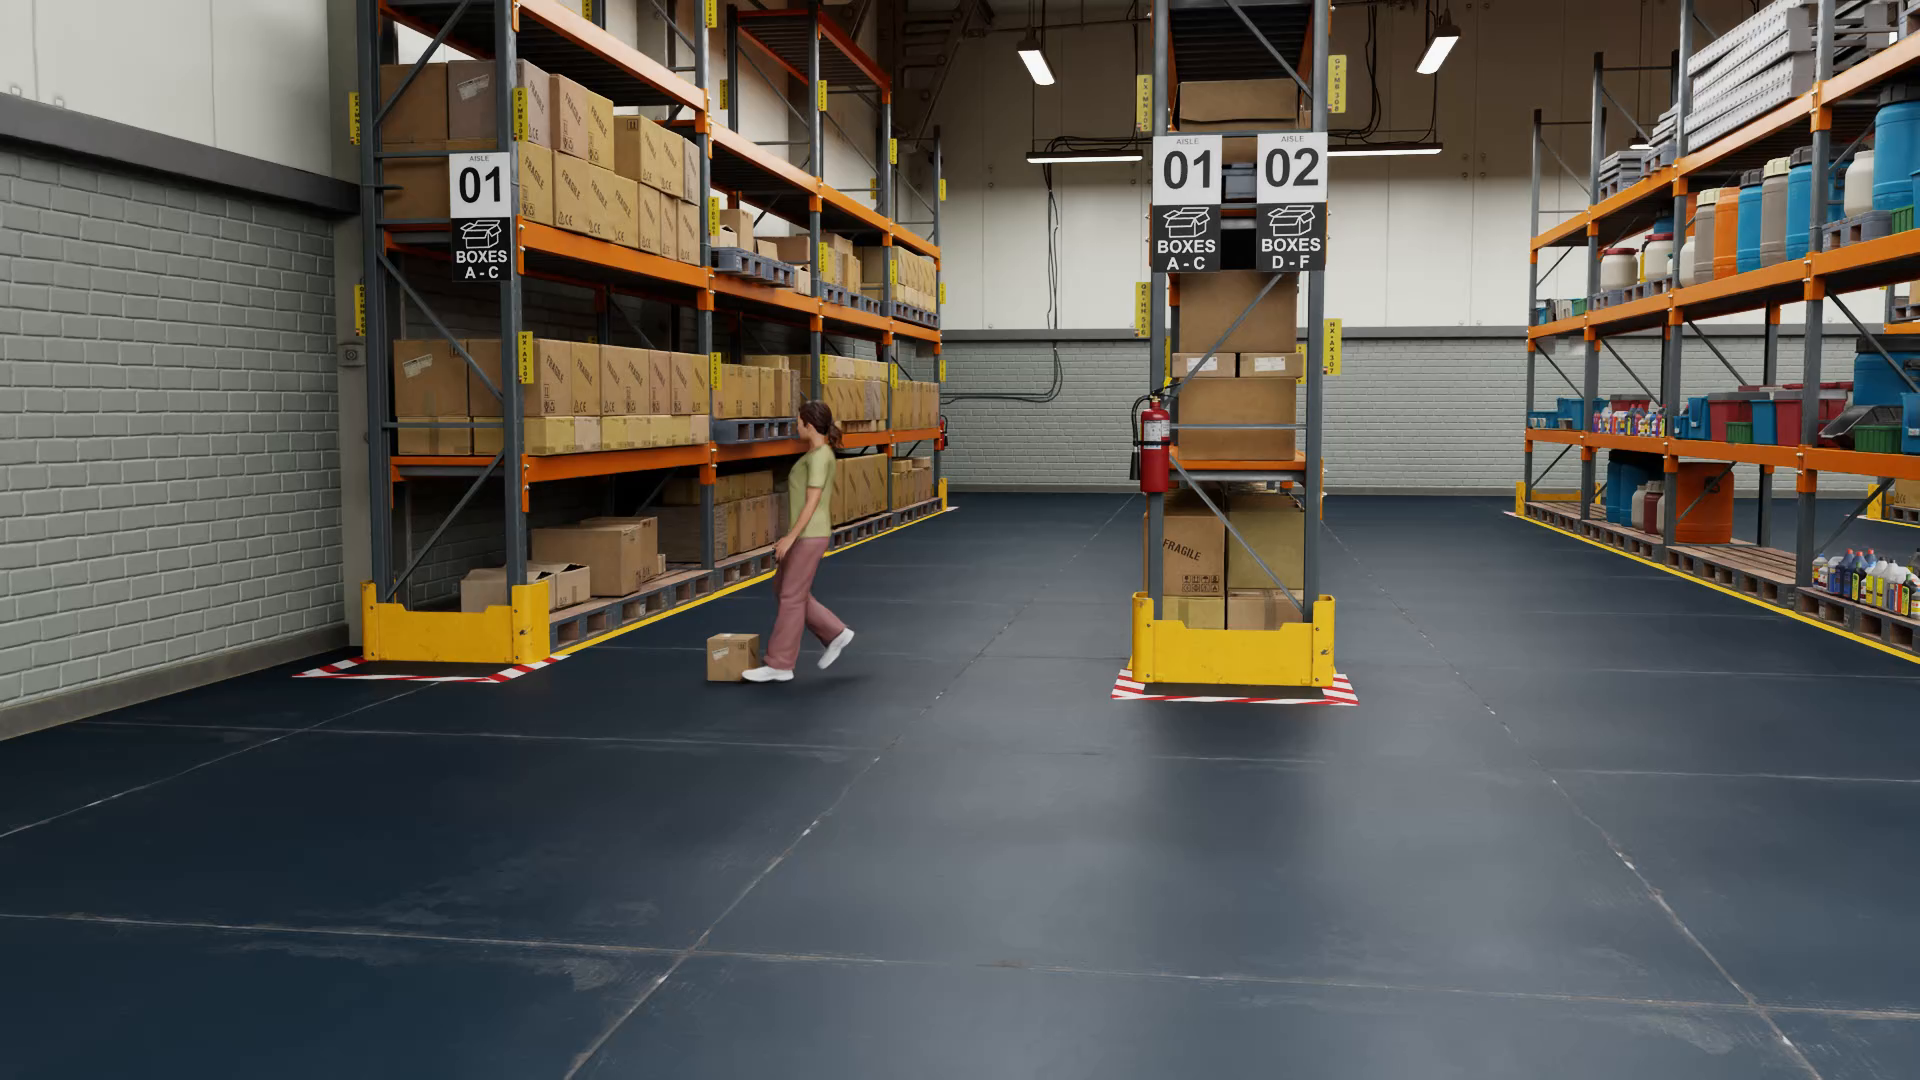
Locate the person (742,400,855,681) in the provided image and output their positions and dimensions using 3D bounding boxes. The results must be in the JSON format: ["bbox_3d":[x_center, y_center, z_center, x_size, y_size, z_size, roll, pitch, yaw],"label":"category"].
[{"bbox_3d":[-0.959,0.000,9.834,0.668,1.656,0.496,0,5,-3],"label":"person"}]
